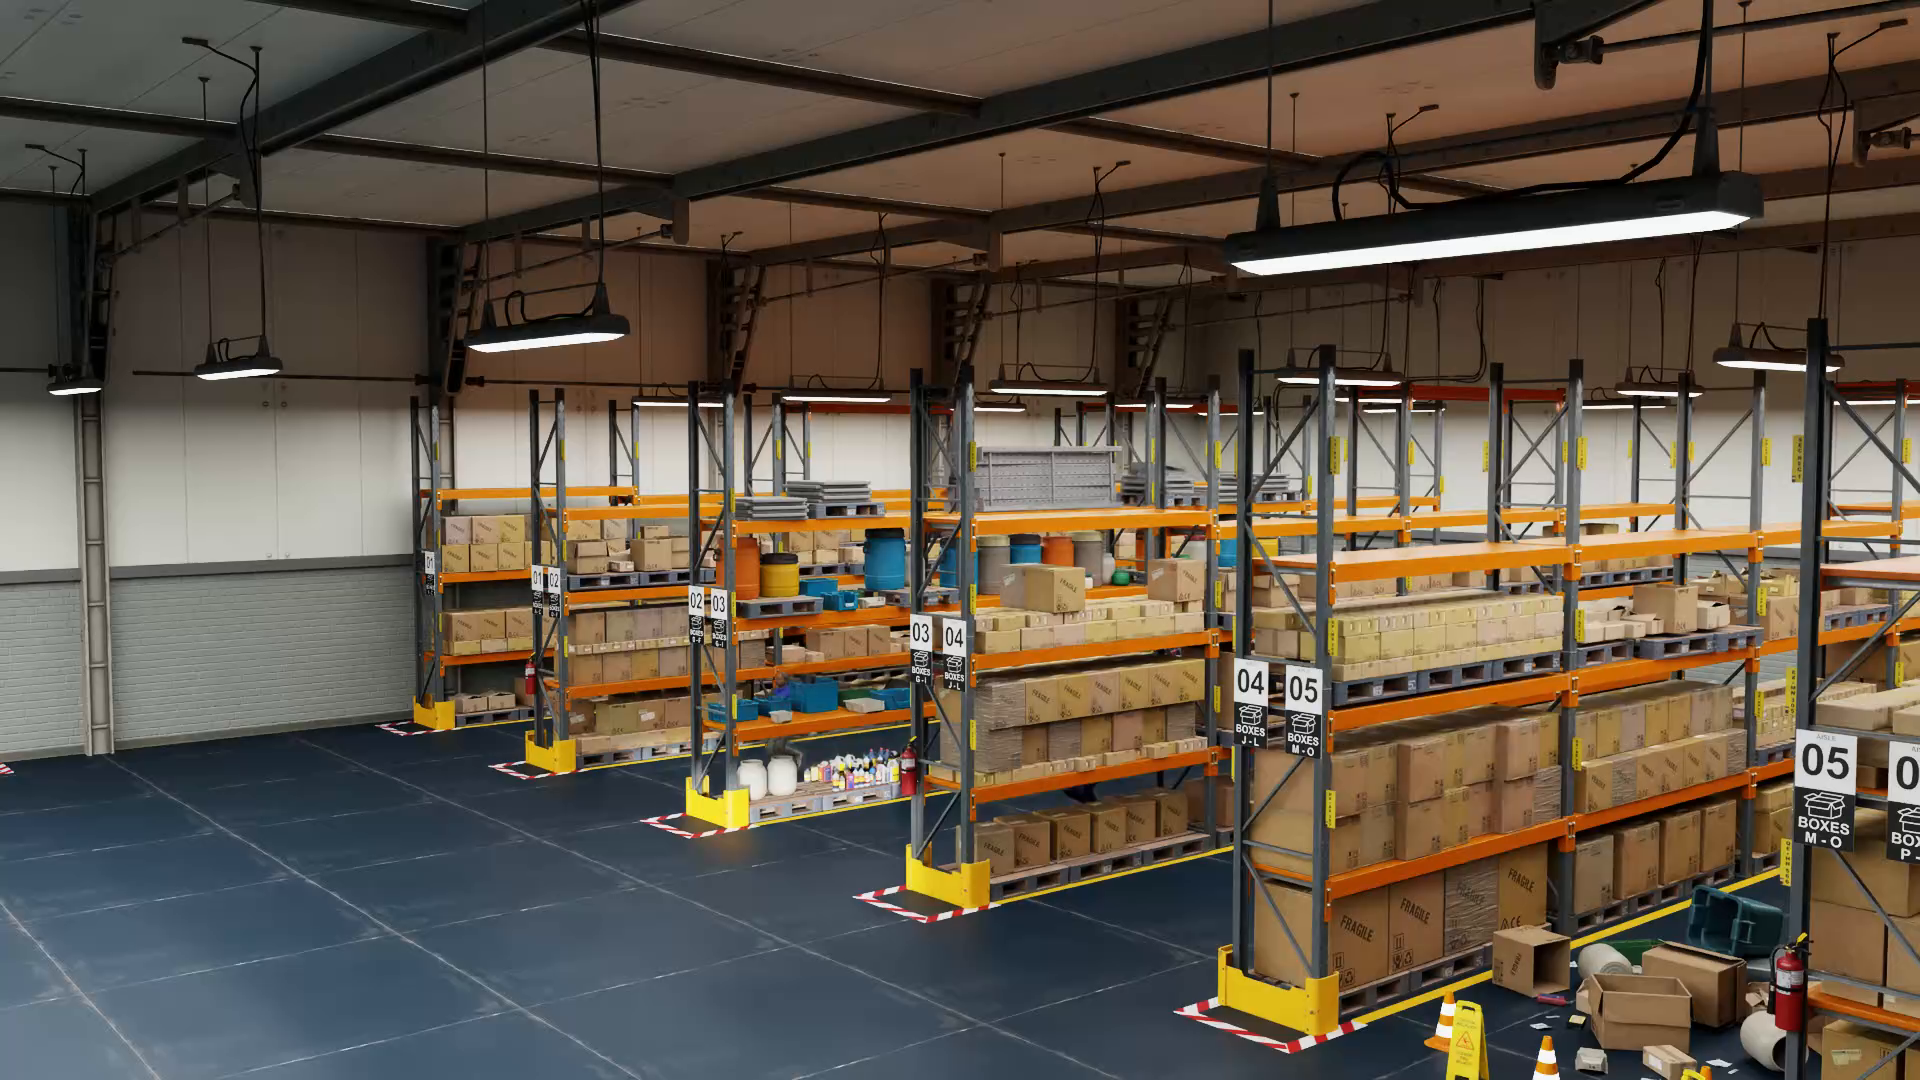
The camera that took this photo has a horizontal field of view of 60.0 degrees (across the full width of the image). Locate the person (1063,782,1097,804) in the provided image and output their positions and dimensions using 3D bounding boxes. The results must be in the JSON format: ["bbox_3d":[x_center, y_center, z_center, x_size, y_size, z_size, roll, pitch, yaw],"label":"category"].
[{"bbox_3d":[1.641,3.042,22.445,0.592,1.598,0.580,3,5,44],"label":"person"}]

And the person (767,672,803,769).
[{"bbox_3d":[-2.741,2.843,25.734,0.574,1.602,0.586,3,5,43],"label":"person"}]
